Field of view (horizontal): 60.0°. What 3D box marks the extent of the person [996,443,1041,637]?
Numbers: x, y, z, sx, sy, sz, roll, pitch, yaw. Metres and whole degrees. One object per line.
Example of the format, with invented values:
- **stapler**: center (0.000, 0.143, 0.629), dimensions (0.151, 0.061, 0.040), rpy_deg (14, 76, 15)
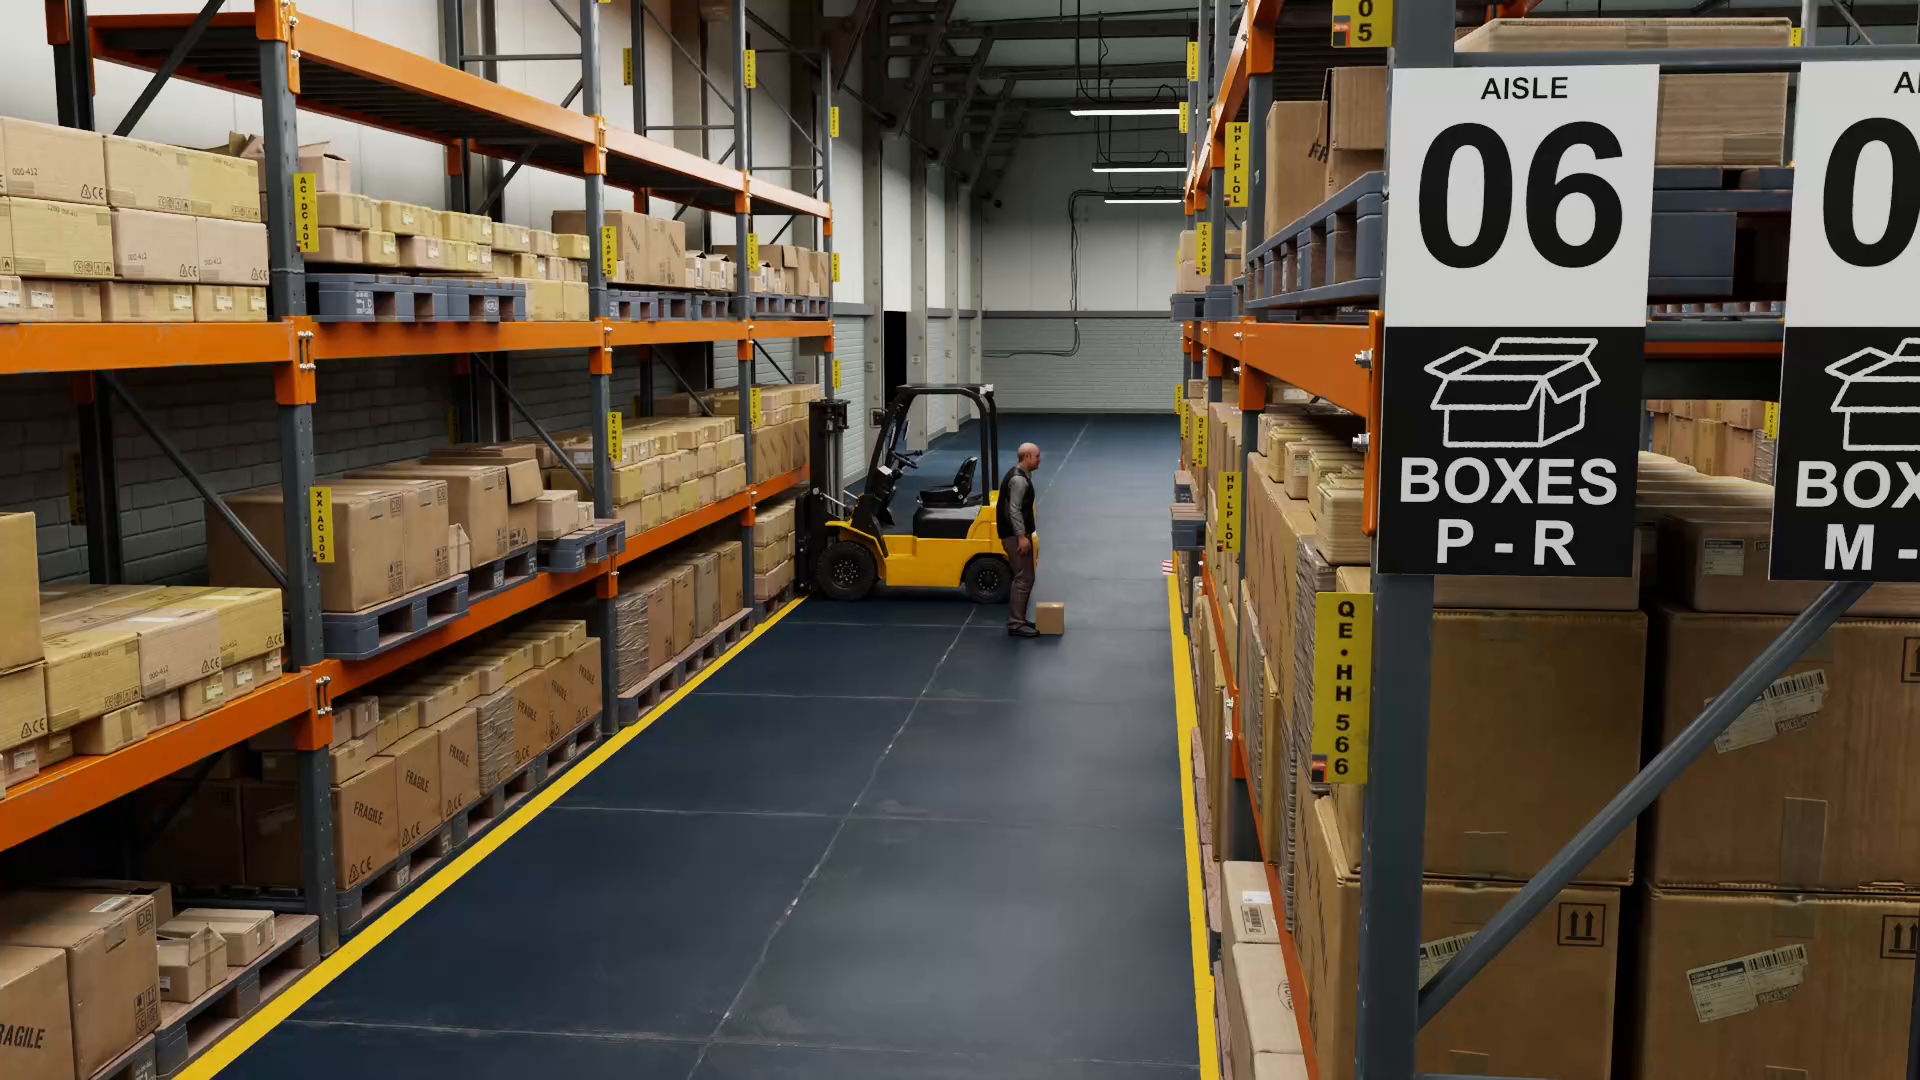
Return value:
- **person**: center (0.530, -0.019, 15.027), dimensions (0.417, 1.720, 0.579), rpy_deg (1, 8, 5)
